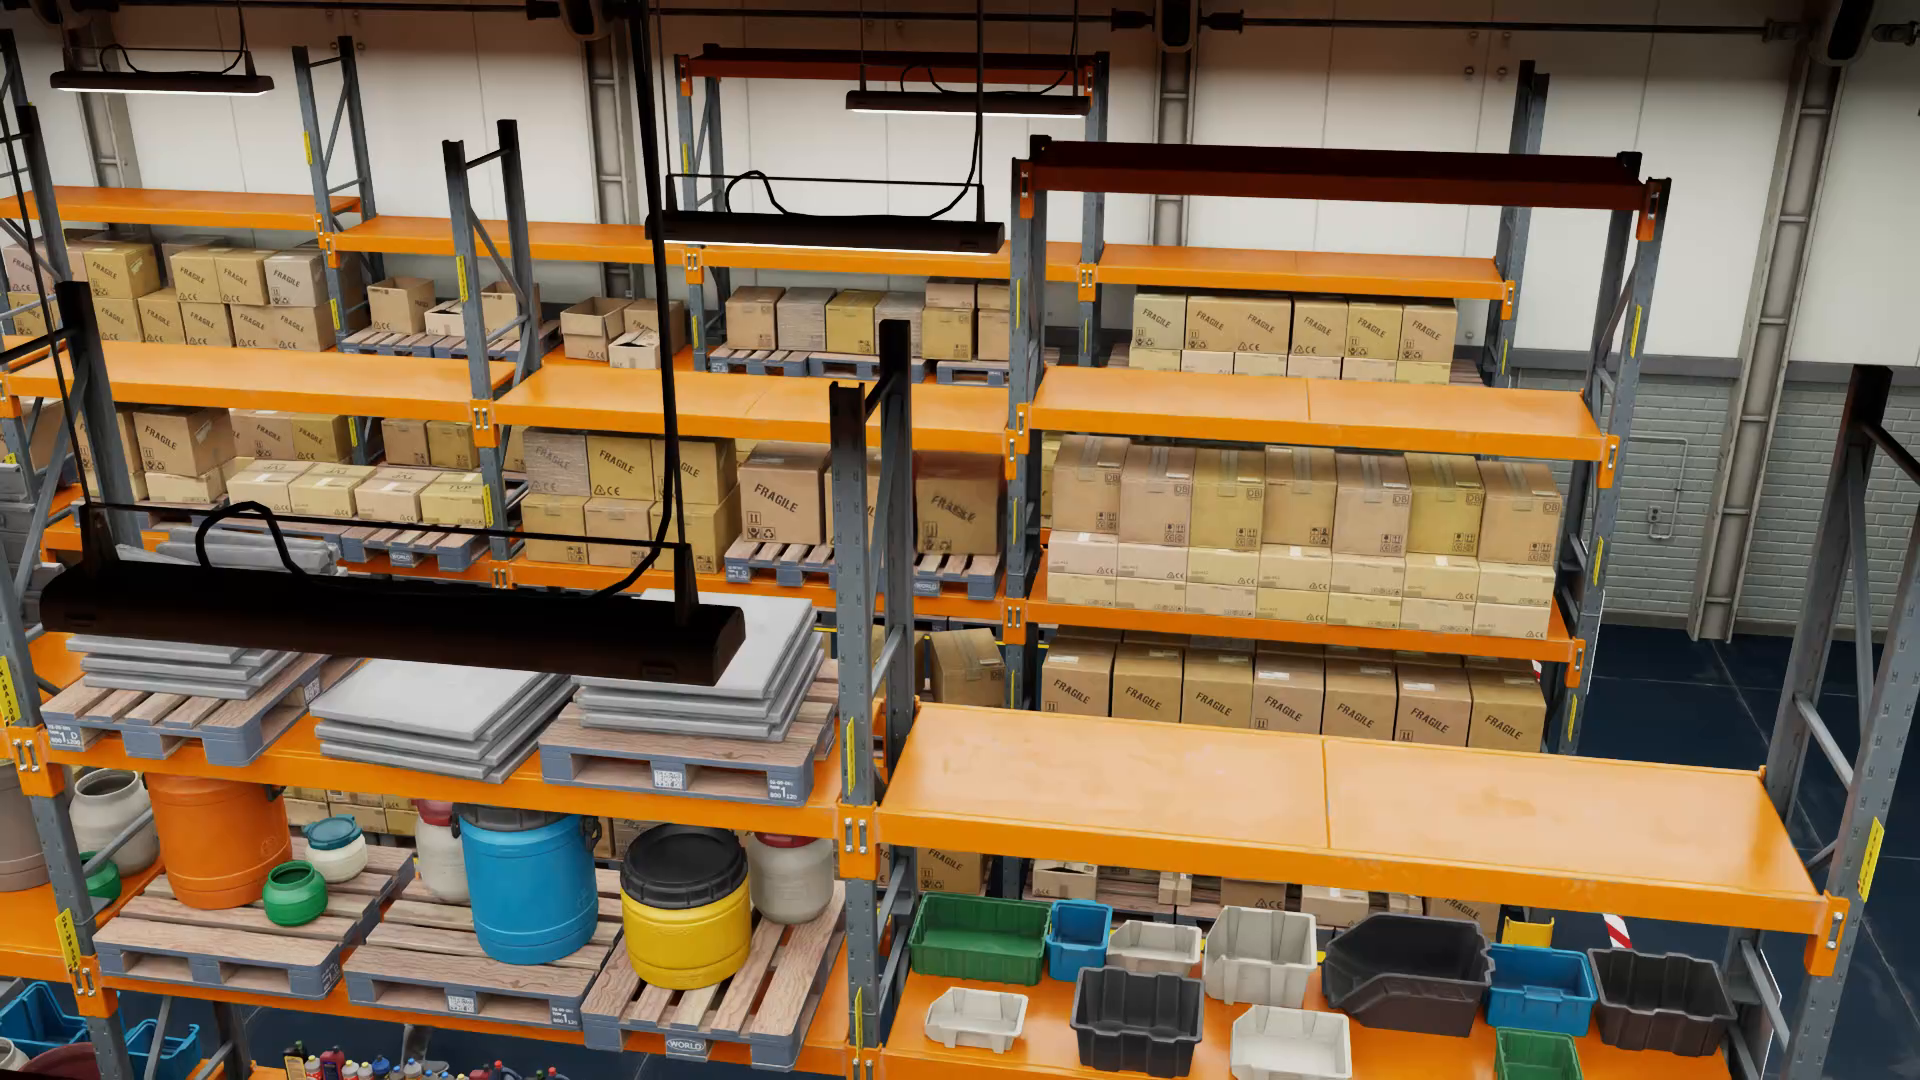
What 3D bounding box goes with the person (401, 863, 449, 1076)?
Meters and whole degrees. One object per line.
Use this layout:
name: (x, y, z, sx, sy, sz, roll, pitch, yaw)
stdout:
person: (-3.510, 2.897, 11.257, 0.758, 1.736, 0.551, -1, 23, -3)
